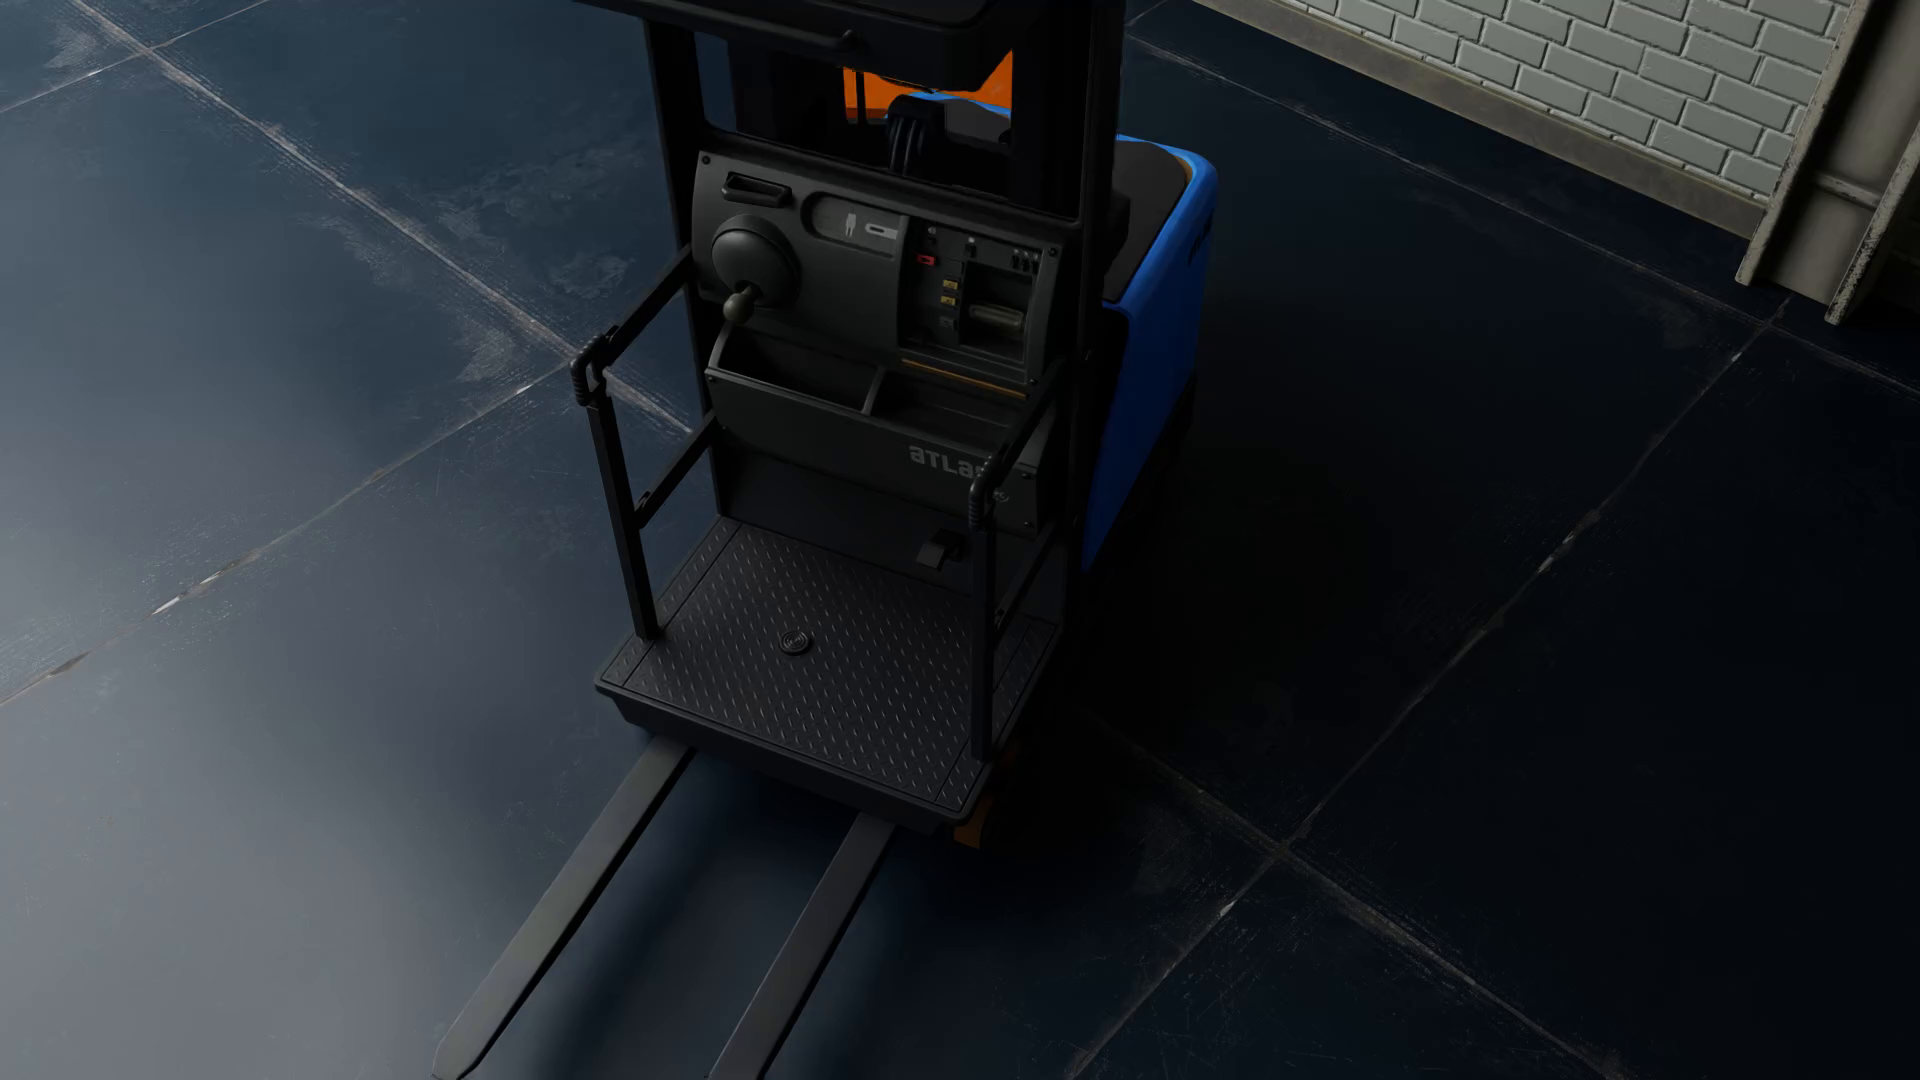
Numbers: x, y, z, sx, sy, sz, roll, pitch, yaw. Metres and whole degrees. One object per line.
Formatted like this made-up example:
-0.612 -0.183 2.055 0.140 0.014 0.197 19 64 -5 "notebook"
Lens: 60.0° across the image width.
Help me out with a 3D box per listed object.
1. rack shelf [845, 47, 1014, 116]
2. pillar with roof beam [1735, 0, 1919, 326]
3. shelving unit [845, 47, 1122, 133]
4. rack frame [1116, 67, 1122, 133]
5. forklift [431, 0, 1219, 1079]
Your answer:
-0.013 -1.435 5.424 1.000 0.278 0.538 3 47 3 "rack shelf"
0.195 -1.721 0.693 0.400 9.000 9.100 34 55 28 "pillar with roof beam"
-0.013 -1.234 5.637 1.048 1.125 0.538 3 47 3 "shelving unit"
0.493 -1.204 5.609 0.032 1.125 0.500 3 47 3 "rack frame"
-0.292 -0.540 3.747 1.130 2.935 3.031 18 49 16 "forklift"
